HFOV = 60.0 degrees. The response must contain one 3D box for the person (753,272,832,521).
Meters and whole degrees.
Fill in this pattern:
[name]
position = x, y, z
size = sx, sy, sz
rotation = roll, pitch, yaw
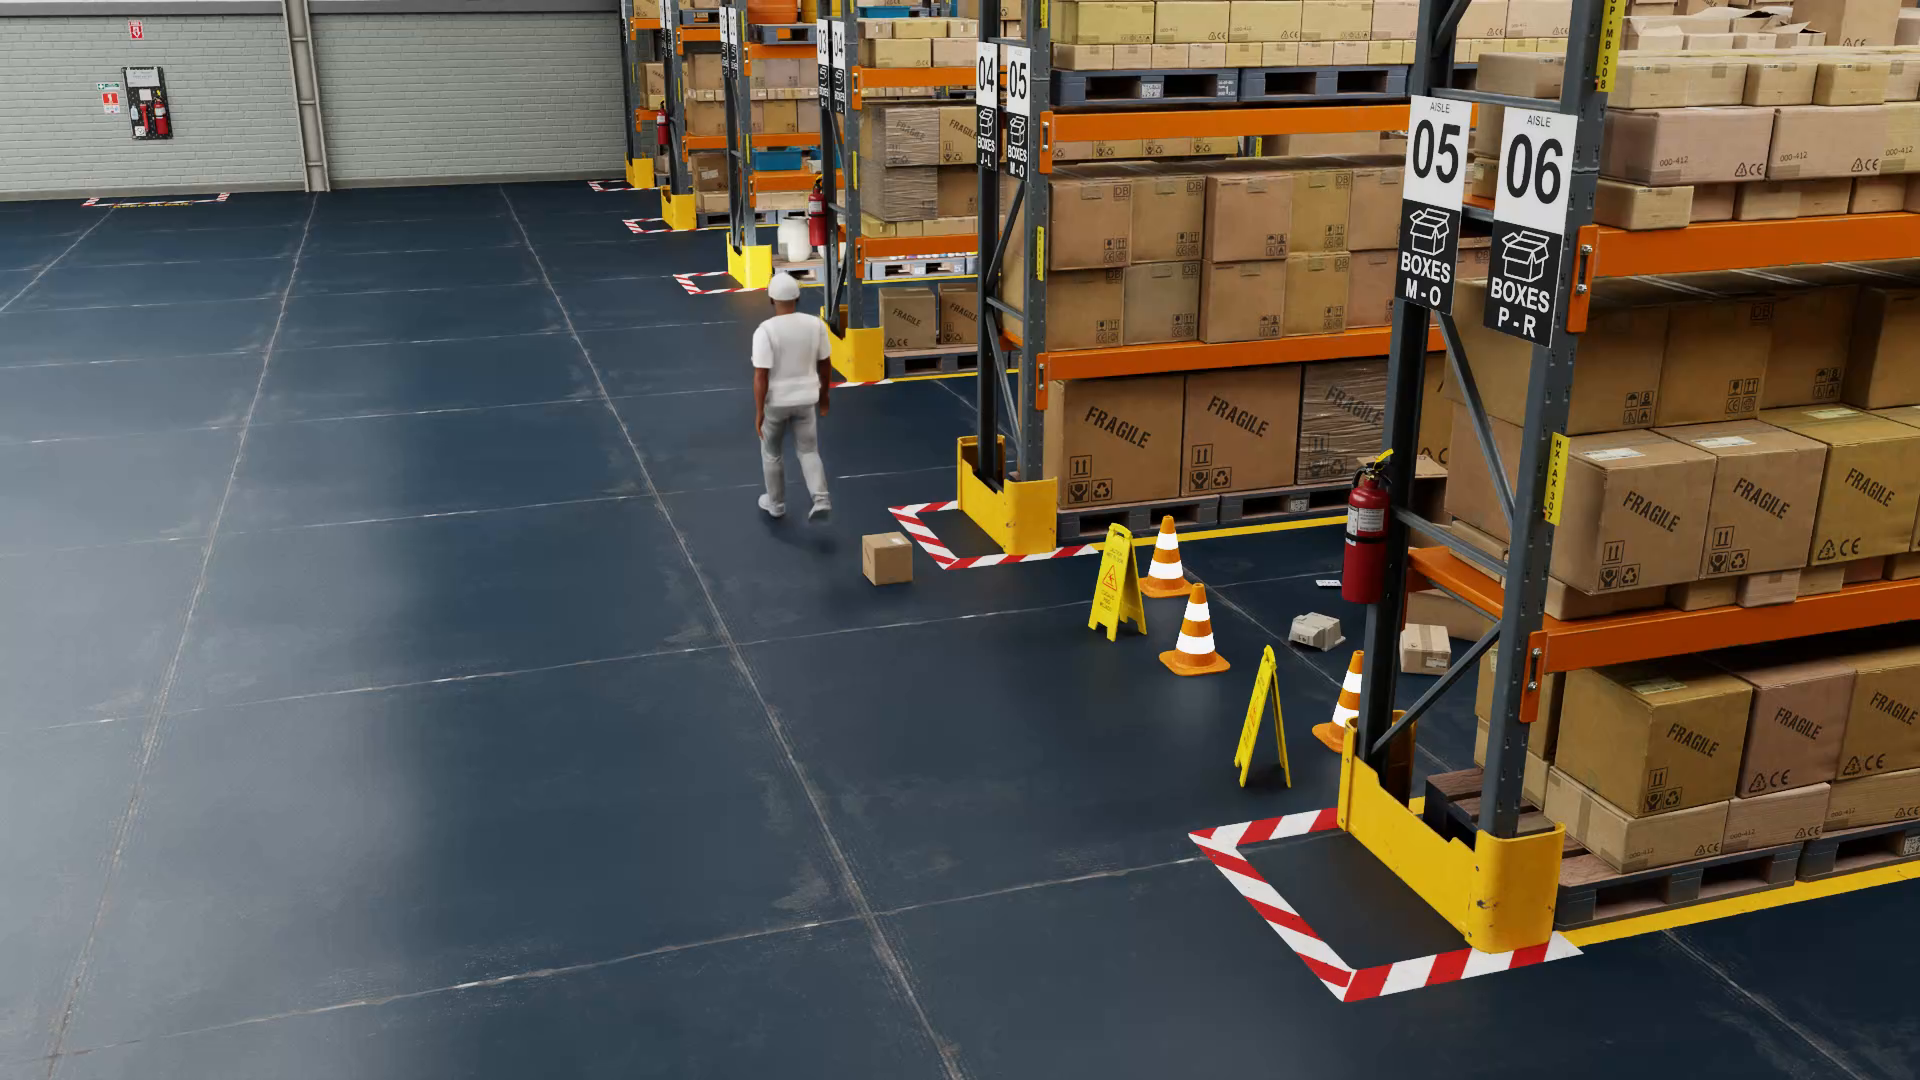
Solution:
[person]
position = -1.128, -0.945, 11.246
size = 0.590, 1.739, 0.923
rotation = -8, 21, -22
